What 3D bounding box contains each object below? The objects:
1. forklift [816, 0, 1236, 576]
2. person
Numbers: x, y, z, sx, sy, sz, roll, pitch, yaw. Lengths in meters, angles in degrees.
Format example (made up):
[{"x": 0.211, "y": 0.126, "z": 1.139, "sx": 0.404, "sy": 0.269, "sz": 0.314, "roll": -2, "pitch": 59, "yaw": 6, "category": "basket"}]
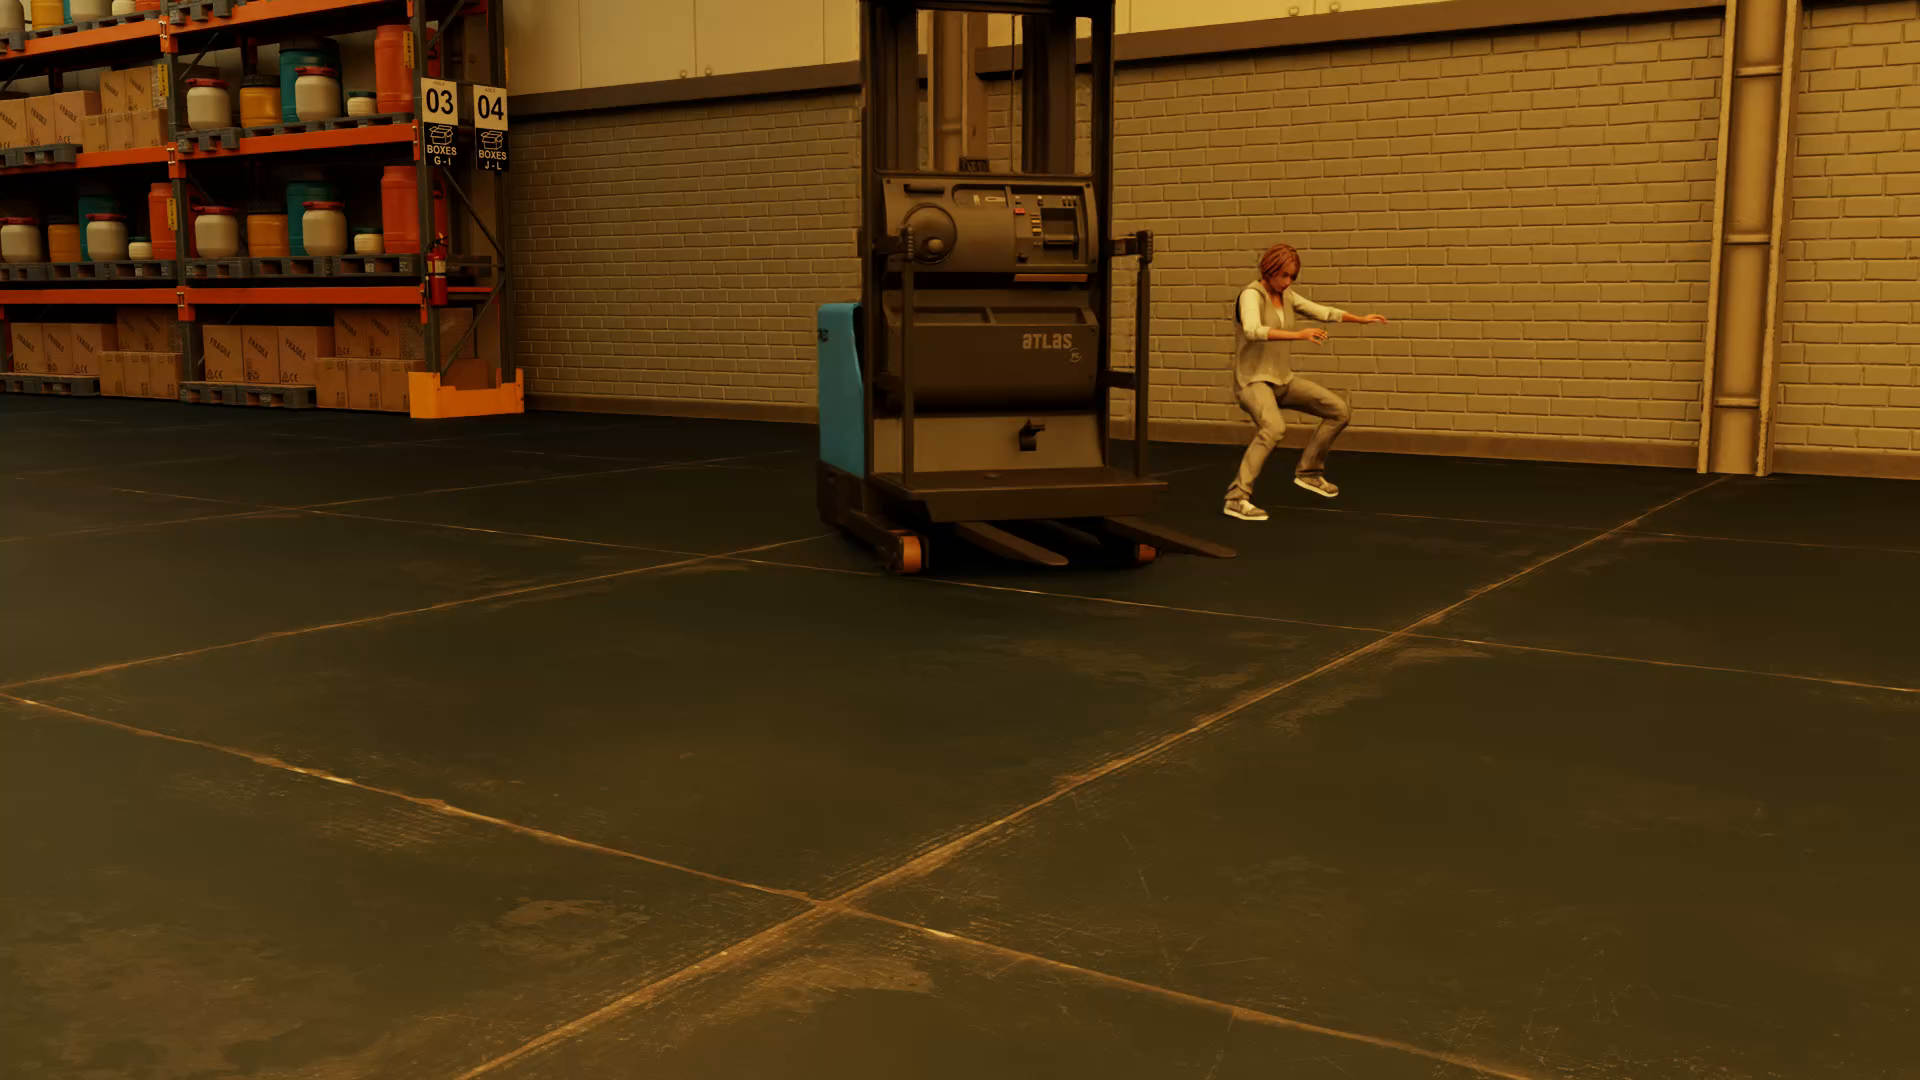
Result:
[{"x": 0.194, "y": -1.367, "z": 6.809, "sx": 1.130, "sy": 2.935, "sz": 3.031, "roll": -2, "pitch": 8, "yaw": -16, "category": "forklift"}, {"x": 1.727, "y": -0.829, "z": 8.641, "sx": 1.010, "sy": 1.368, "sz": 0.630, "roll": -6, "pitch": 10, "yaw": -38, "category": "person"}]
